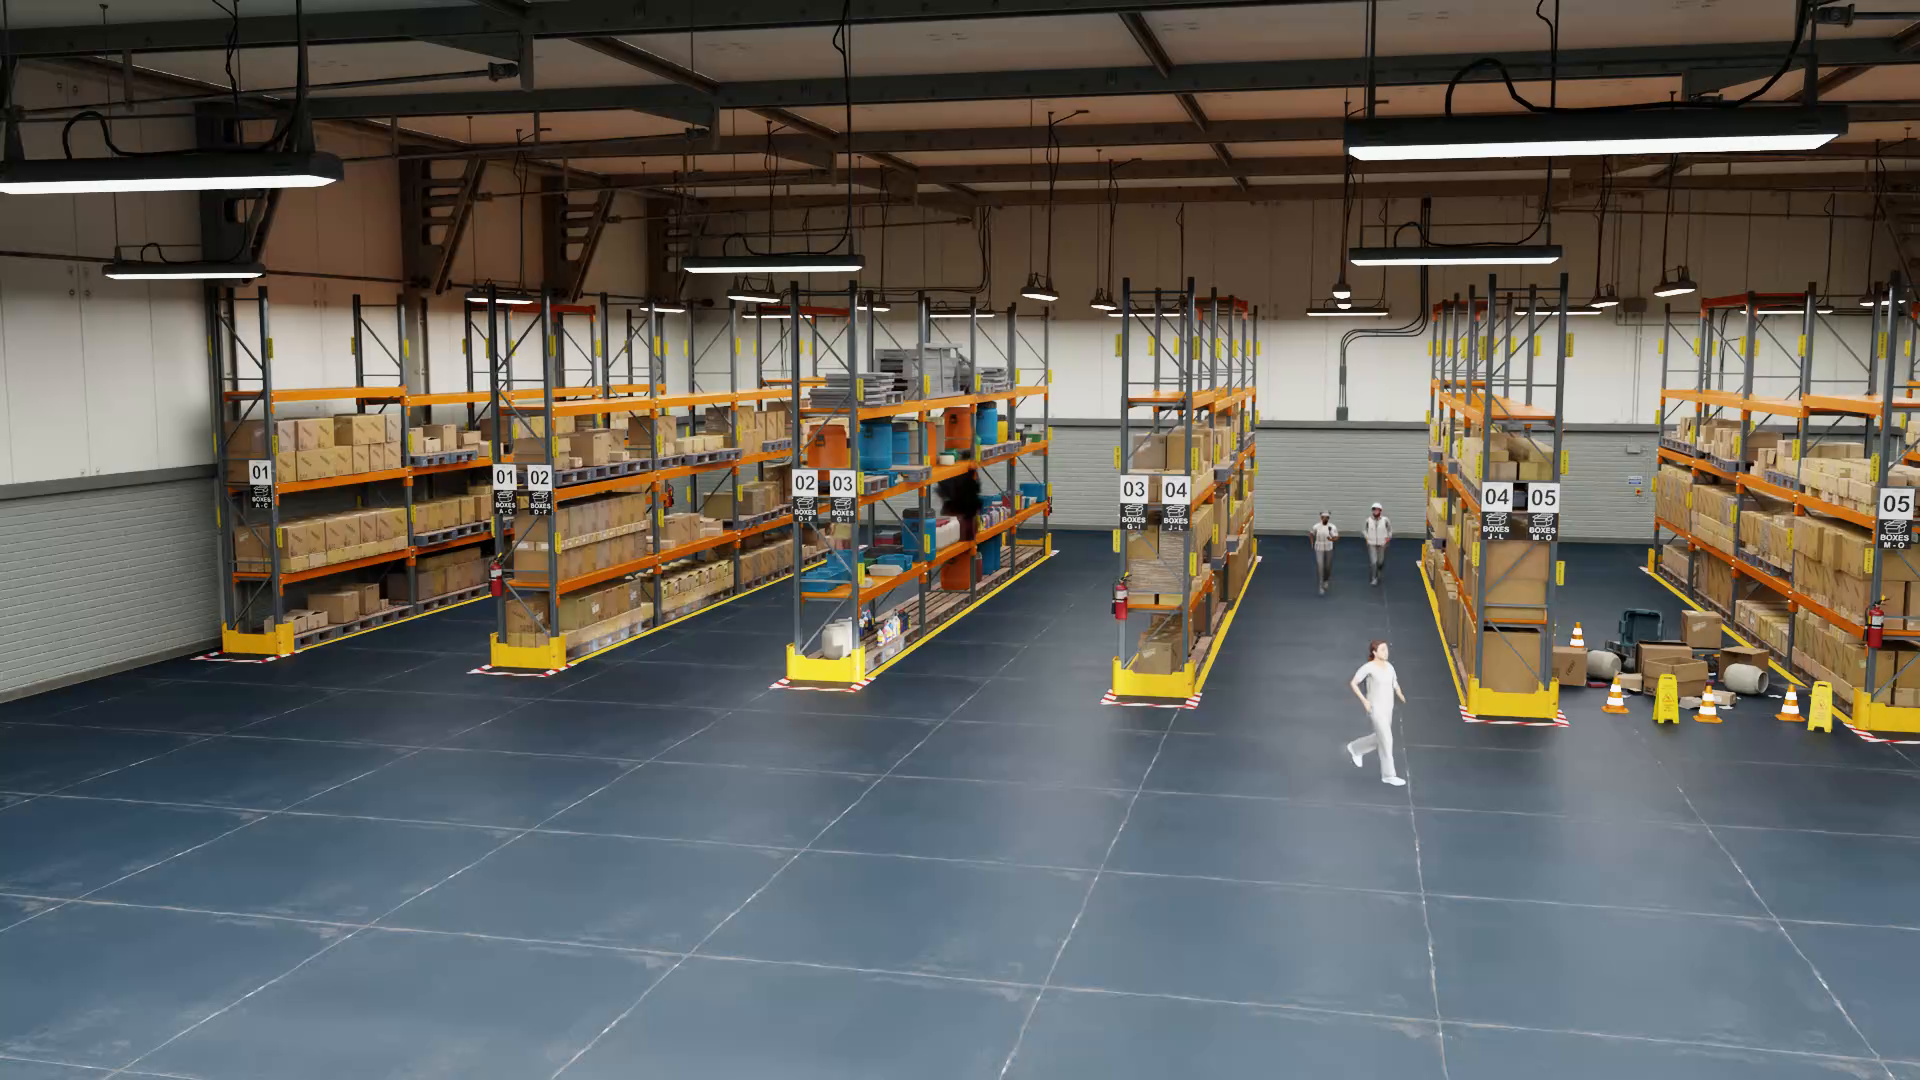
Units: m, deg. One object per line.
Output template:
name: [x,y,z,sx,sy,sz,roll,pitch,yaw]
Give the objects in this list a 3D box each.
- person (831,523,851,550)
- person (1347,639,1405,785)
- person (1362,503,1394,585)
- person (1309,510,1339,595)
person: [-2.361,0.024,33.720,0.545,1.773,0.701,0,7,-2]
person: [4.825,1.970,19.292,0.593,1.624,0.907,-4,8,-34]
person: [8.895,0.080,35.452,0.661,1.740,0.536,2,7,18]
person: [7.472,0.224,34.116,0.572,1.693,0.916,1,7,7]
